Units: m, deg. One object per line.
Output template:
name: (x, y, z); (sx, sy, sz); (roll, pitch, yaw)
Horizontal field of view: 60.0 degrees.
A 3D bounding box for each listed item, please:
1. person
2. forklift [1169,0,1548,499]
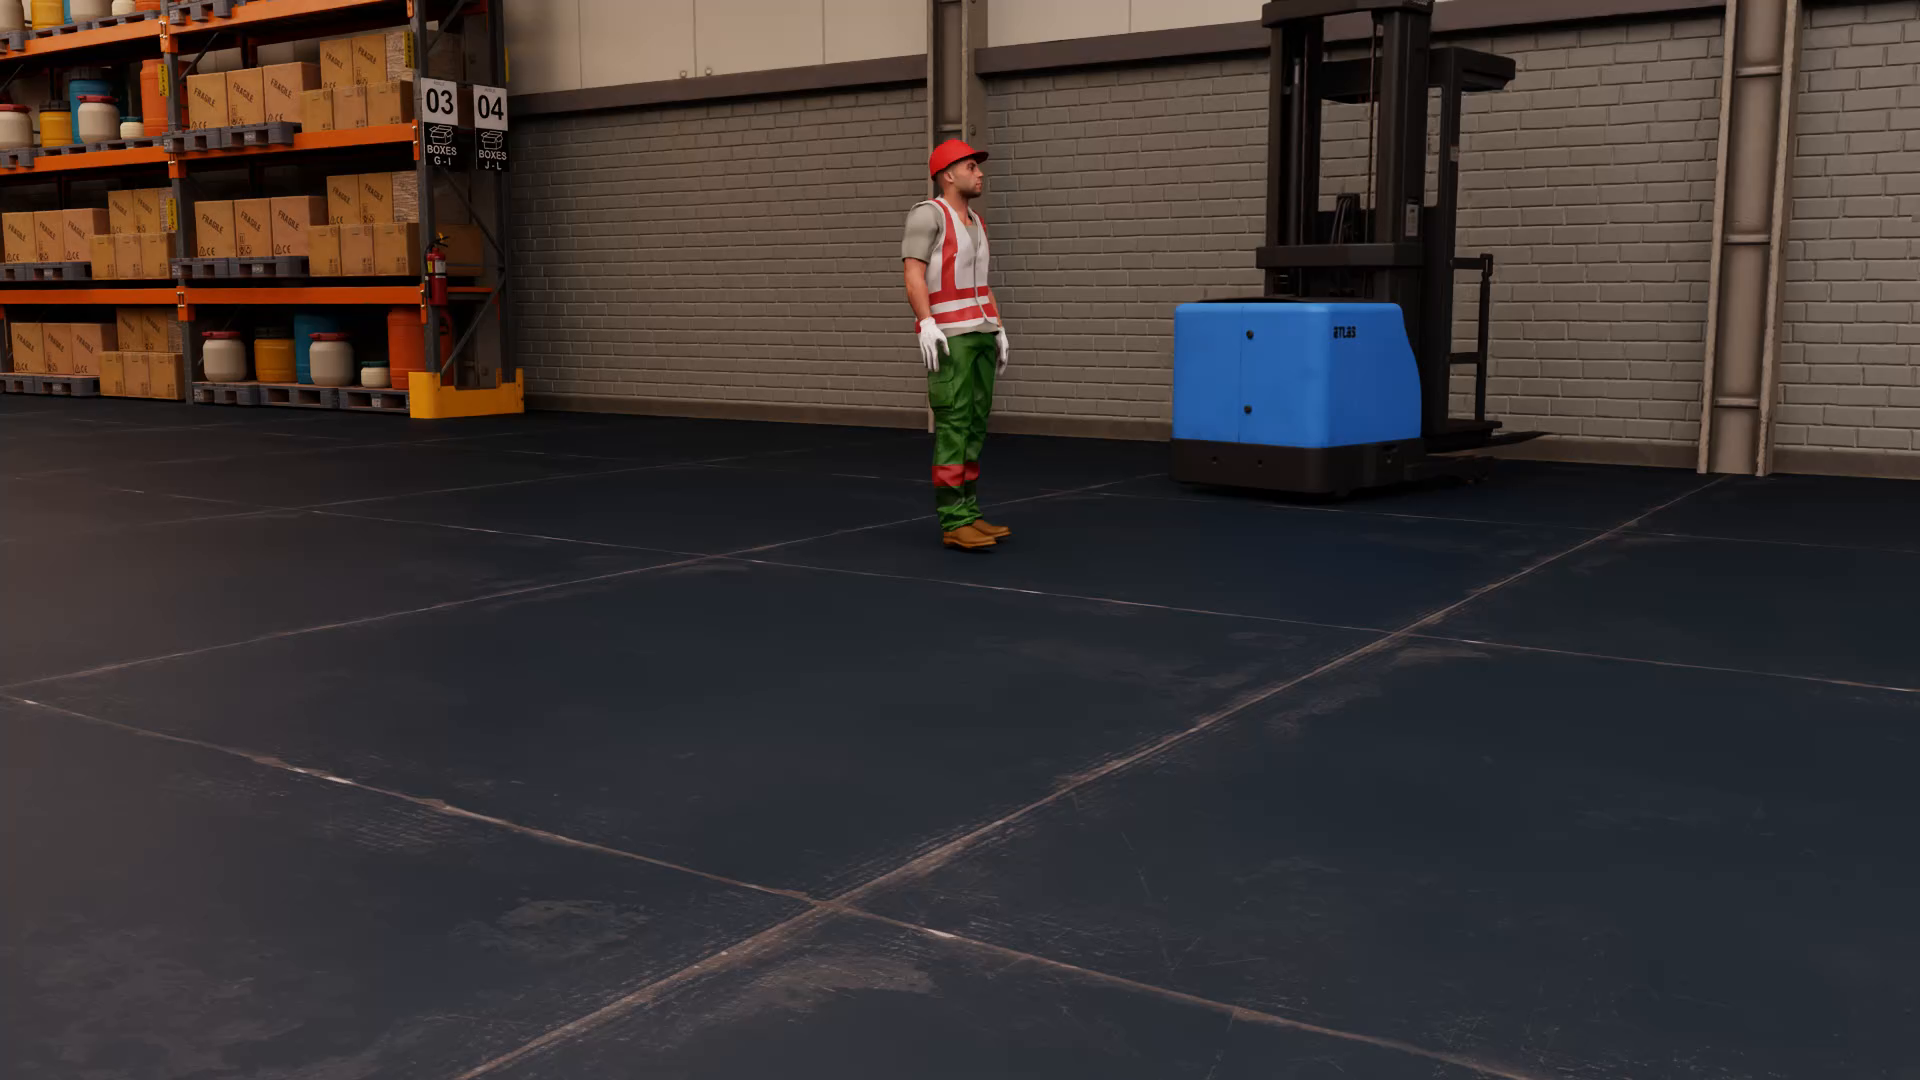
person: (0.061, -0.885, 7.423); (0.562, 1.789, 0.638); (5, 10, 34)
forklift: (2.595, -1.825, 10.029); (1.130, 2.935, 3.031); (8, 11, 44)
